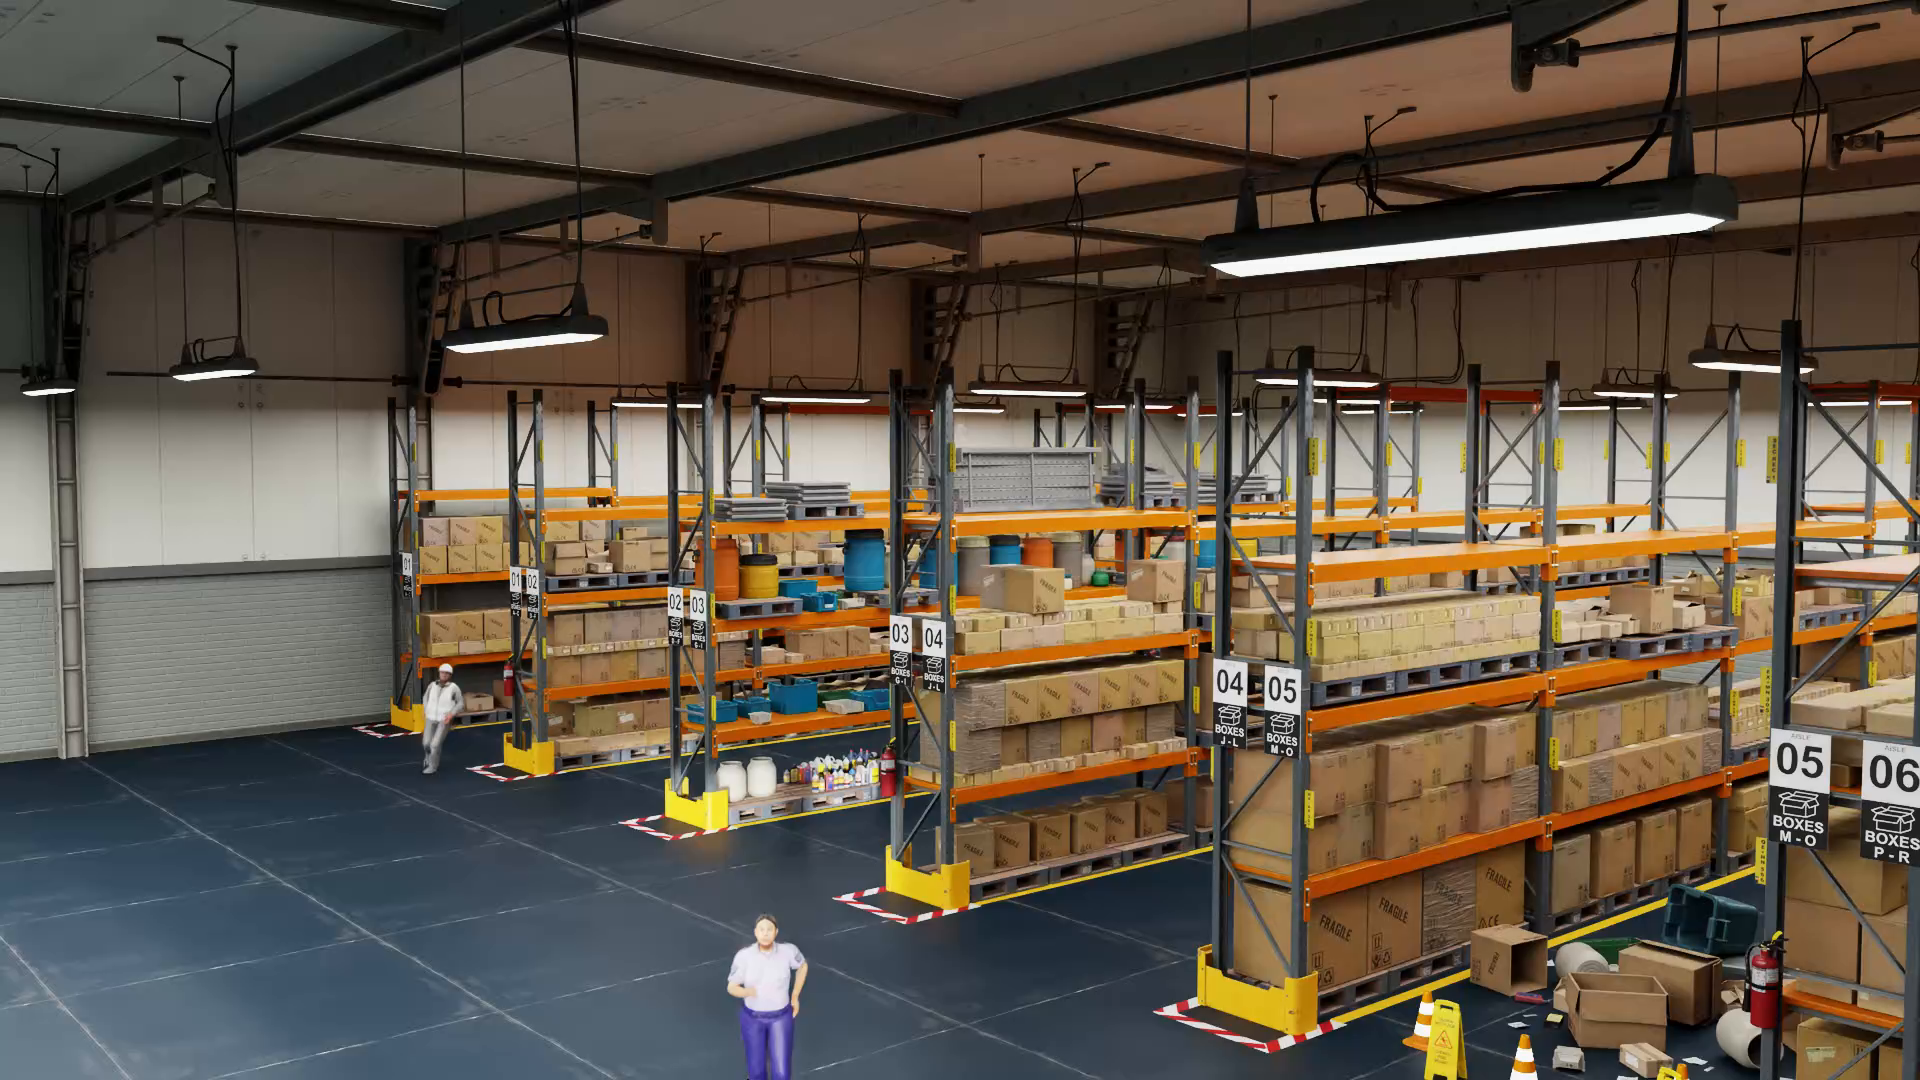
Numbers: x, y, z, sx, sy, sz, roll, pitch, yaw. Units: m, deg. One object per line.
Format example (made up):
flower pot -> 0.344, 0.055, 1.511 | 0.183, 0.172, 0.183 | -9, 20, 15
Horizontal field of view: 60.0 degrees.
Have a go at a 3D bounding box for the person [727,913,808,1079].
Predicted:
person -> -1.434, 3.623, 12.377 | 0.585, 1.704, 0.708 | 0, 3, -3

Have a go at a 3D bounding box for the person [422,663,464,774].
person -> -8.130, 2.791, 26.080 | 0.725, 1.710, 0.576 | 0, 3, 0
